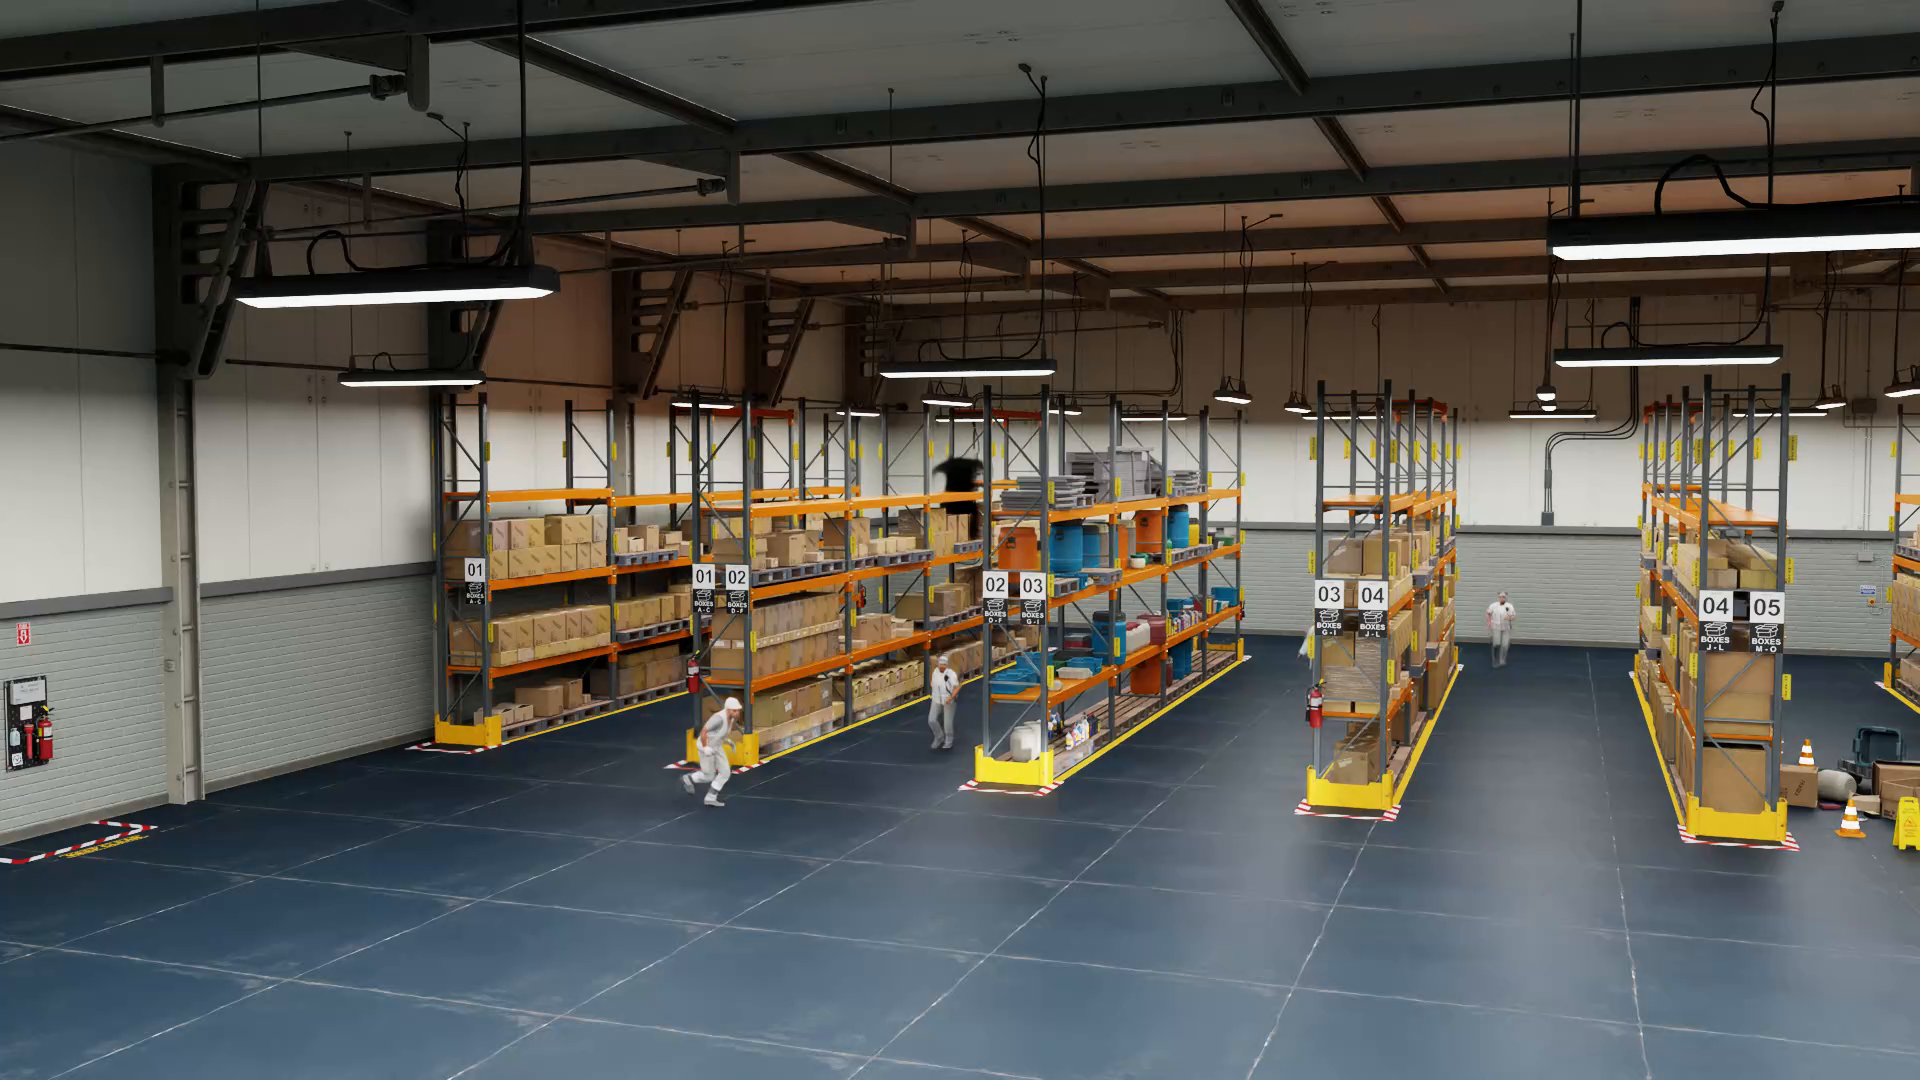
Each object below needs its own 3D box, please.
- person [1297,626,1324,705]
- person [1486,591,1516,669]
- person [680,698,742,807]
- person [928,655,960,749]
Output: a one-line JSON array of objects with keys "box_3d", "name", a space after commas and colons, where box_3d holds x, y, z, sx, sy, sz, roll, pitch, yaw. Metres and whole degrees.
[{"box_3d": [7.092, 2.374, 33.086, 0.833, 1.762, 0.748, -2, 4, -35], "name": "person"}, {"box_3d": [12.517, 2.084, 38.439, 0.623, 1.815, 0.736, 1, 3, 10], "name": "person"}, {"box_3d": [-3.522, 2.981, 23.451, 1.073, 1.571, 0.668, 1, 3, 26], "name": "person"}, {"box_3d": [-0.266, 2.709, 27.727, 0.587, 1.605, 0.784, 1, 3, 18], "name": "person"}]
